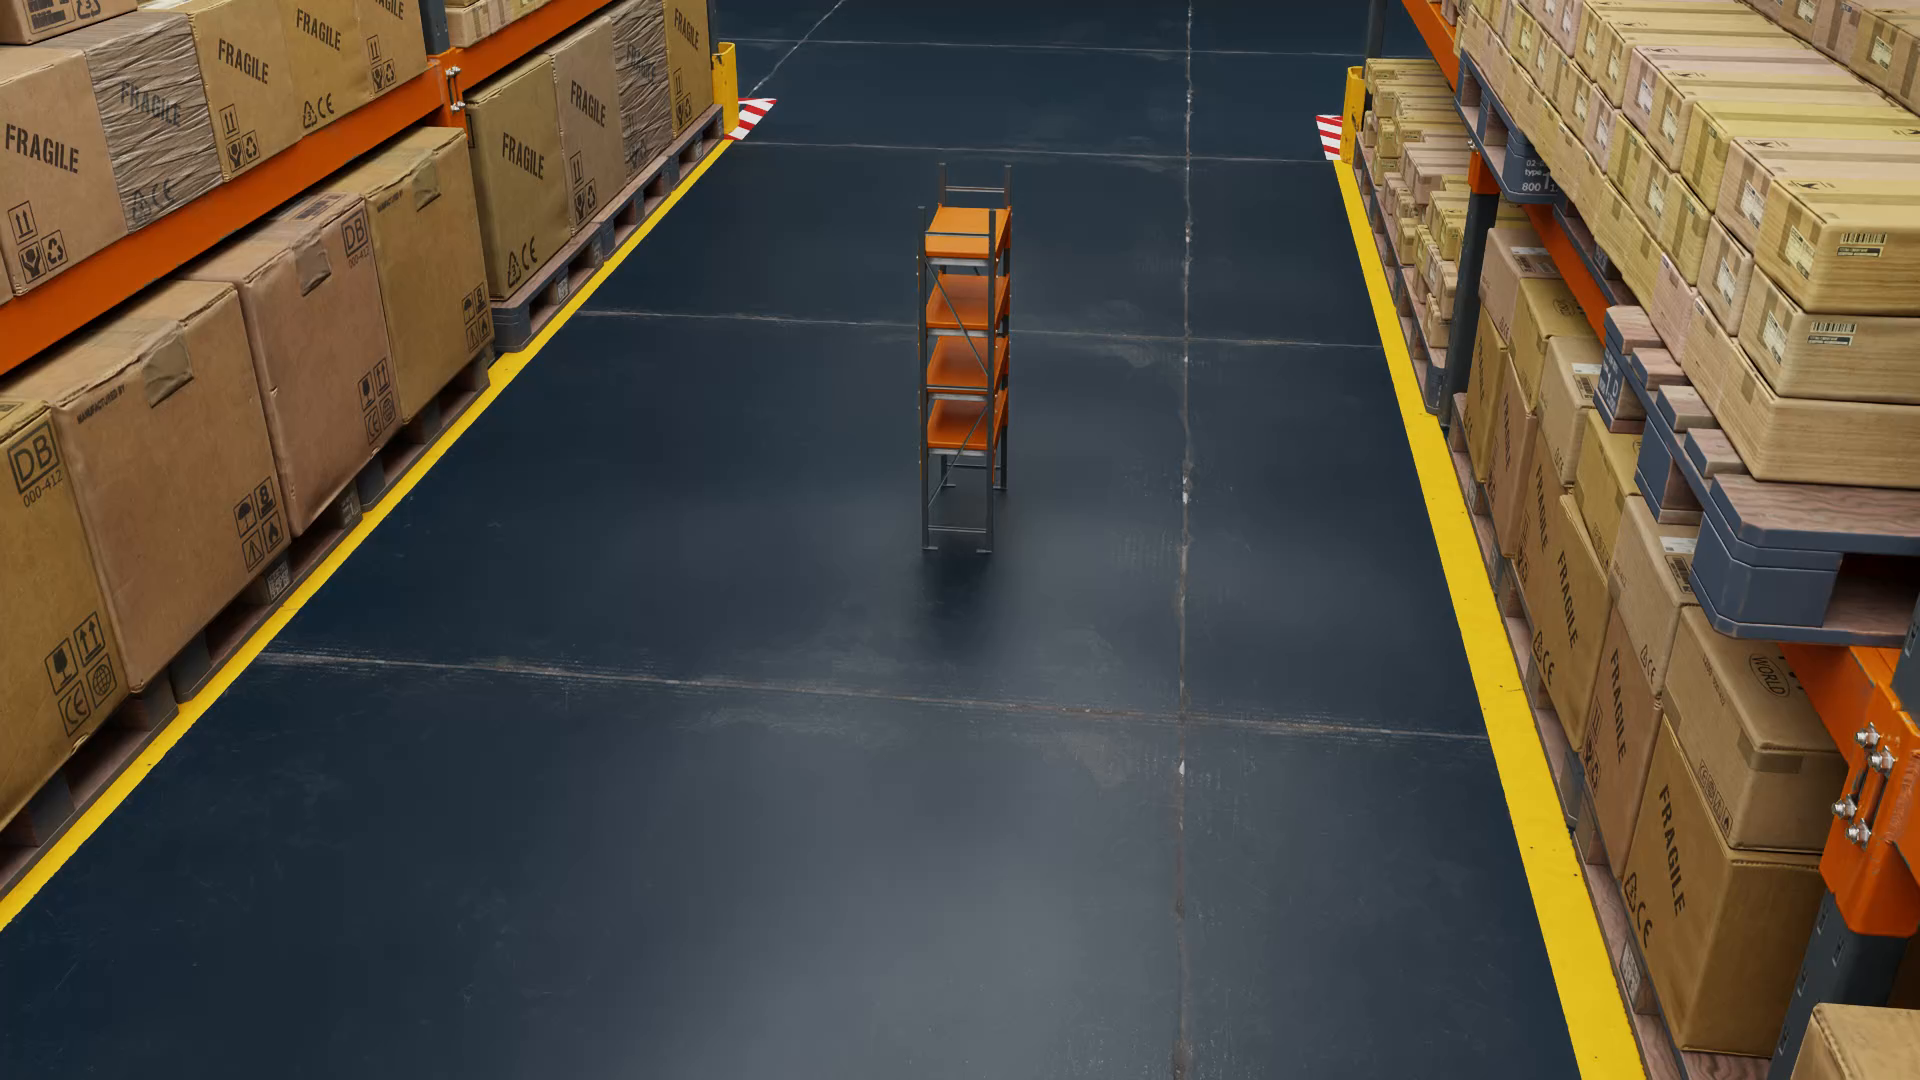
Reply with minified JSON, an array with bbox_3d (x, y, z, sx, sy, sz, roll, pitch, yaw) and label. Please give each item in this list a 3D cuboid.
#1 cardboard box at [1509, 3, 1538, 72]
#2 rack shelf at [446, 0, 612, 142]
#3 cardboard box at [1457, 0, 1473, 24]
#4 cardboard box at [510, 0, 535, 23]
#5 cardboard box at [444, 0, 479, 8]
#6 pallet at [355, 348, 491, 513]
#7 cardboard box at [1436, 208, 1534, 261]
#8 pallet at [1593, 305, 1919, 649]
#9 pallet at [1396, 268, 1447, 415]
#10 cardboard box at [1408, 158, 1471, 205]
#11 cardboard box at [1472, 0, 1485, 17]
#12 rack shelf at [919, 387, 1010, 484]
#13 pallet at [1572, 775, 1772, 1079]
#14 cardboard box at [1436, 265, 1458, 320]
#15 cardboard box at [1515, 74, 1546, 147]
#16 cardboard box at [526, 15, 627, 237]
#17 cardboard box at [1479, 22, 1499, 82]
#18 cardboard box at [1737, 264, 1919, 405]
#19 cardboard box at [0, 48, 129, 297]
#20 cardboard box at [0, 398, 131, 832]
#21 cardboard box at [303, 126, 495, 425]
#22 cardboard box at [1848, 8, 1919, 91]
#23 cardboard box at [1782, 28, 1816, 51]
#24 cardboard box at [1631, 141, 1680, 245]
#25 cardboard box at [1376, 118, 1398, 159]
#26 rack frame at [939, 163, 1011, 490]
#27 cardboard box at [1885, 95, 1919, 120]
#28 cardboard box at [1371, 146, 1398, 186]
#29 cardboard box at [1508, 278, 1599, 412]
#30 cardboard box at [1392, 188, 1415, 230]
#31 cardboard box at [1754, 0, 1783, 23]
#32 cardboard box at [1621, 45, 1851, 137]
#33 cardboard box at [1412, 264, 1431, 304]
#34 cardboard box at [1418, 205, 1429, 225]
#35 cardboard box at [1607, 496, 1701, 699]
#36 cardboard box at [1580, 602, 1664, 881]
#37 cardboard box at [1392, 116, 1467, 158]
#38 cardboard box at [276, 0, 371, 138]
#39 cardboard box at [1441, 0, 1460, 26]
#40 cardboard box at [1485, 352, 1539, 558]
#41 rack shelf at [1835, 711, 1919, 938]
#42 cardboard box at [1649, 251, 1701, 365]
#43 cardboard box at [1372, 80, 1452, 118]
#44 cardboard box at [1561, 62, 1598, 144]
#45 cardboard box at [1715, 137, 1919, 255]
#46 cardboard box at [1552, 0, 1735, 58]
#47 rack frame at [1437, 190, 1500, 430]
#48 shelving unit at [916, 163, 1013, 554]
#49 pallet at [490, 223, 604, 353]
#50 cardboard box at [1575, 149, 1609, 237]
[{"bbox_3d":[1.803,-1.438,4.765,0.380,0.149,0.250,2,28,4],"label":"cardboard box"},{"bbox_3d":[-2.265,-2.718,8.391,1.077,0.370,4.000,3,28,6],"label":"rack shelf"},{"bbox_3d":[2.179,-2.176,6.208,0.500,0.500,0.500,3,28,6],"label":"cardboard box"},{"bbox_3d":[-2.080,-2.350,7.215,0.380,0.149,0.250,4,29,8],"label":"cardboard box"},{"bbox_3d":[-2.192,-2.364,6.820,0.500,0.250,0.500,3,28,5],"label":"cardboard box"},{"bbox_3d":[-2.530,-0.498,6.452,1.003,0.211,1.213,3,28,6],"label":"pallet"},{"bbox_3d":[2.177,-1.254,6.851,0.380,0.149,0.250,4,29,7],"label":"cardboard box"},{"bbox_3d":[1.892,-0.132,3.034,1.213,0.211,1.003,3,28,6],"label":"pallet"},{"bbox_3d":[2.447,-0.848,7.101,1.003,0.211,1.213,3,28,6],"label":"pallet"},{"bbox_3d":[2.252,-1.622,7.534,0.380,0.149,0.250,2,28,4],"label":"cardboard box"},{"bbox_3d":[1.896,-1.804,5.444,0.380,0.149,0.250,4,29,7],"label":"cardboard box"},{"bbox_3d":[0.020,-0.372,5.736,0.258,0.148,0.480,3,28,6],"label":"rack shelf"},{"bbox_3d":[2.007,0.985,3.698,1.003,0.211,1.213,3,28,6],"label":"pallet"},{"bbox_3d":[2.123,-0.985,6.665,0.380,0.149,0.250,4,29,7],"label":"cardboard box"},{"bbox_3d":[1.770,-1.187,4.612,0.380,0.149,0.250,2,28,4],"label":"cardboard box"},{"bbox_3d":[-2.239,-2.072,8.231,0.875,0.875,0.875,3,28,6],"label":"cardboard box"},{"bbox_3d":[1.867,-1.542,5.272,0.380,0.149,0.250,4,29,7],"label":"cardboard box"},{"bbox_3d":[1.519,-0.339,2.725,0.380,0.149,0.250,4,29,7],"label":"cardboard box"},{"bbox_3d":[-2.550,-0.952,4.248,0.500,0.500,0.500,3,28,5],"label":"cardboard box"},{"bbox_3d":[-2.895,0.217,3.983,1.225,0.875,0.875,2,28,4],"label":"cardboard box"},{"bbox_3d":[-2.569,-1.040,6.316,1.225,0.875,0.875,3,29,6],"label":"cardboard box"},{"bbox_3d":[2.353,-1.153,3.922,0.380,0.149,0.250,3,28,5],"label":"cardboard box"},{"bbox_3d":[2.421,-1.272,4.456,0.380,0.149,0.250,2,28,4],"label":"cardboard box"},{"bbox_3d":[1.611,-0.706,3.407,0.380,0.149,0.250,3,29,6],"label":"cardboard box"},{"bbox_3d":[2.401,-2.109,8.751,0.380,0.149,0.250,4,29,8],"label":"cardboard box"},{"bbox_3d":[0.050,-0.721,5.823,0.240,1.200,0.015,3,28,6],"label":"rack frame"},{"bbox_3d":[2.325,-0.902,3.770,0.380,0.149,0.250,3,28,6],"label":"cardboard box"},{"bbox_3d":[2.394,-1.983,8.831,0.380,0.149,0.250,4,29,7],"label":"cardboard box"},{"bbox_3d":[1.985,-0.589,5.082,0.500,0.250,0.500,4,29,8],"label":"cardboard box"},{"bbox_3d":[2.332,-1.613,8.145,0.380,0.149,0.250,3,28,6],"label":"cardboard box"},{"bbox_3d":[2.447,-1.522,4.607,0.380,0.149,0.250,3,28,6],"label":"cardboard box"},{"bbox_3d":[1.645,-0.948,3.543,0.380,0.149,0.250,3,28,6],"label":"cardboard box"},{"bbox_3d":[2.193,-1.137,7.261,0.380,0.149,0.250,2,28,5],"label":"cardboard box"},{"bbox_3d":[2.299,-1.474,7.572,0.380,0.149,0.250,4,29,7],"label":"cardboard box"},{"bbox_3d":[1.785,0.135,3.738,0.500,0.250,0.500,4,29,7],"label":"cardboard box"},{"bbox_3d":[1.799,0.472,3.904,0.500,0.500,0.500,4,29,8],"label":"cardboard box"},{"bbox_3d":[2.347,-1.984,8.207,0.380,0.149,0.250,4,29,7],"label":"cardboard box"},{"bbox_3d":[-2.364,-1.669,5.579,0.500,0.500,0.500,4,29,8],"label":"cardboard box"},{"bbox_3d":[2.278,-2.294,7.111,0.380,0.149,0.250,2,28,4],"label":"cardboard box"},{"bbox_3d":[1.983,-0.260,5.263,0.500,0.500,0.500,5,29,8],"label":"cardboard box"},{"bbox_3d":[1.665,1.384,0.778,1.077,0.370,4.000,3,28,6],"label":"rack shelf"},{"bbox_3d":[1.578,-0.446,3.237,0.380,0.149,0.250,4,29,7],"label":"cardboard box"},{"bbox_3d":[2.417,-2.357,8.898,0.380,0.149,0.250,3,28,6],"label":"cardboard box"},{"bbox_3d":[1.706,-1.068,4.077,0.380,0.149,0.250,3,28,5],"label":"cardboard box"},{"bbox_3d":[1.548,-0.586,2.870,0.380,0.149,0.250,3,28,6],"label":"cardboard box"},{"bbox_3d":[1.738,-1.326,4.244,0.380,0.149,0.250,4,29,8],"label":"cardboard box"},{"bbox_3d":[2.400,-1.757,5.849,1.000,3.000,0.127,3,28,6],"label":"rack frame"},{"bbox_3d":[0.020,-0.606,5.610,0.258,1.200,0.503,3,28,6],"label":"shelving unit"},{"bbox_3d":[-2.339,-1.219,7.790,1.003,0.211,1.213,3,28,6],"label":"pallet"},{"bbox_3d":[1.677,-0.811,3.915,0.380,0.149,0.250,4,29,8],"label":"cardboard box"}]
